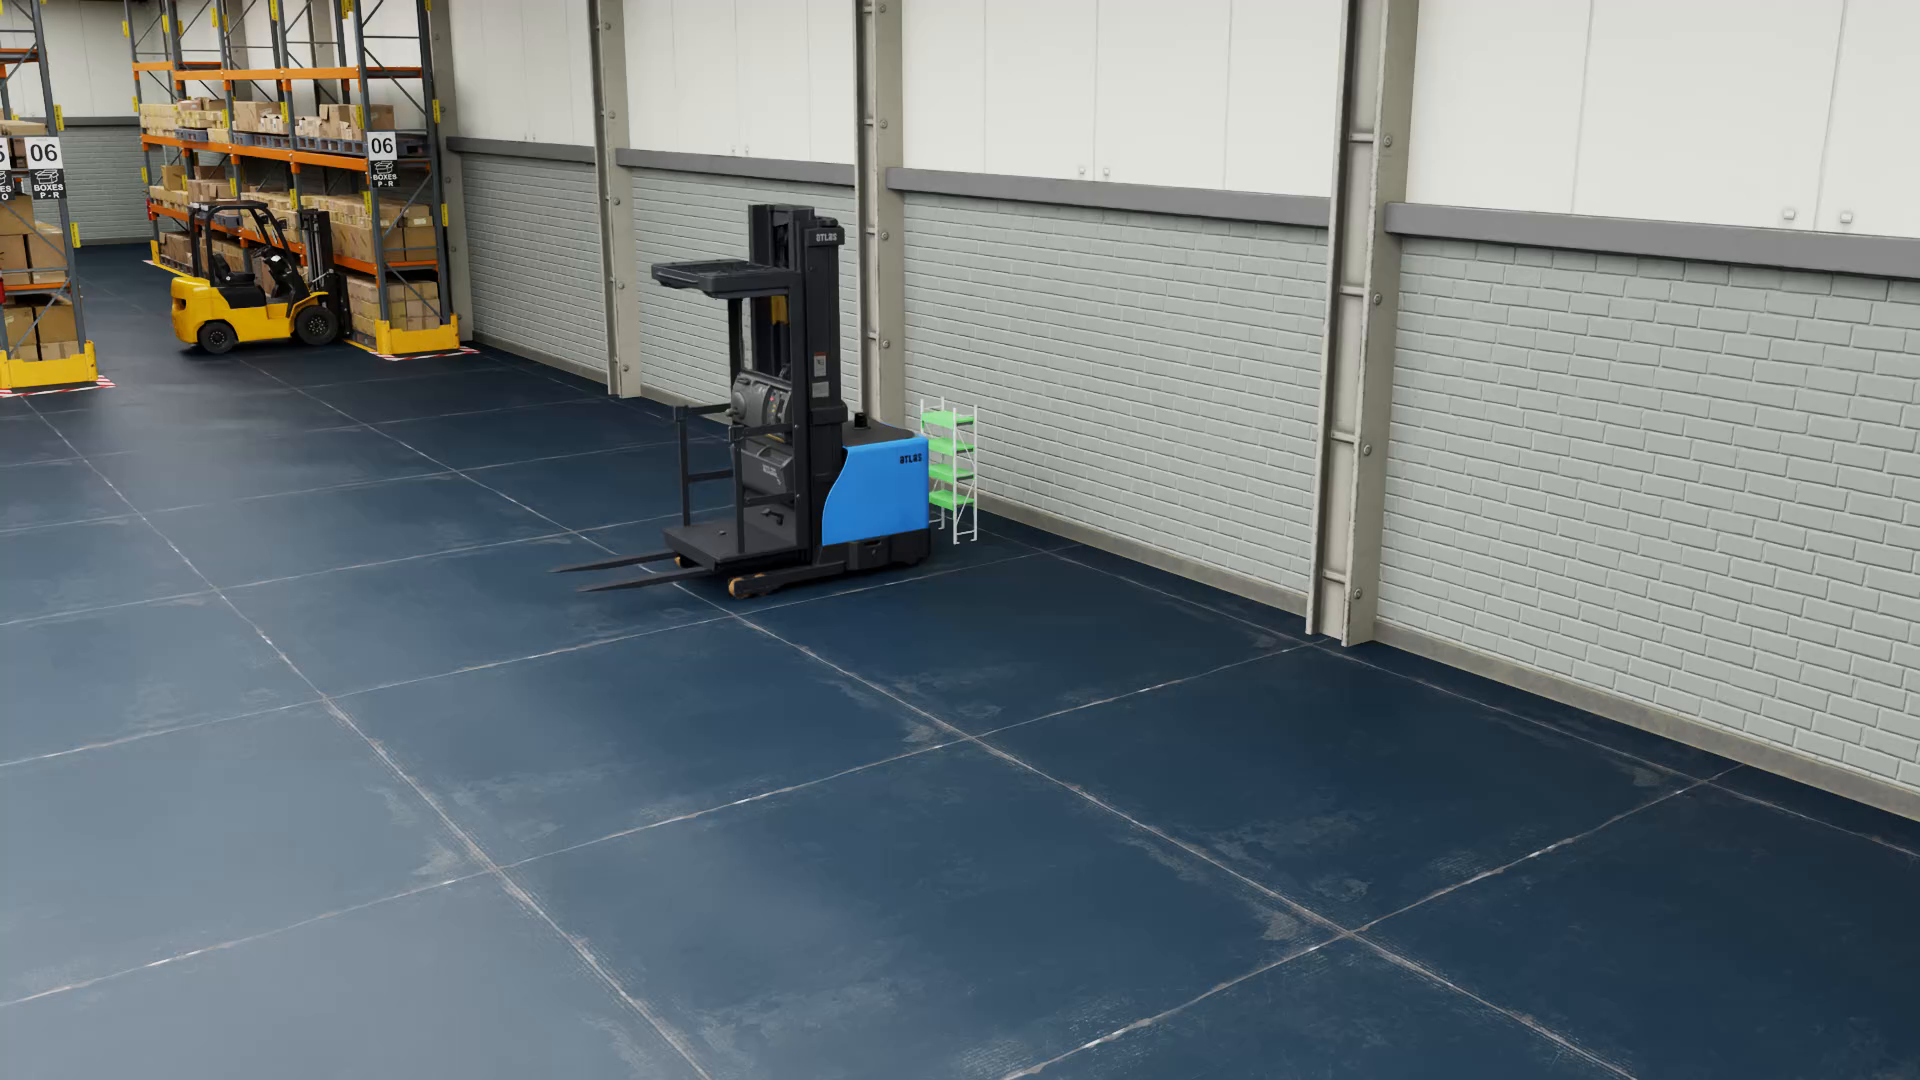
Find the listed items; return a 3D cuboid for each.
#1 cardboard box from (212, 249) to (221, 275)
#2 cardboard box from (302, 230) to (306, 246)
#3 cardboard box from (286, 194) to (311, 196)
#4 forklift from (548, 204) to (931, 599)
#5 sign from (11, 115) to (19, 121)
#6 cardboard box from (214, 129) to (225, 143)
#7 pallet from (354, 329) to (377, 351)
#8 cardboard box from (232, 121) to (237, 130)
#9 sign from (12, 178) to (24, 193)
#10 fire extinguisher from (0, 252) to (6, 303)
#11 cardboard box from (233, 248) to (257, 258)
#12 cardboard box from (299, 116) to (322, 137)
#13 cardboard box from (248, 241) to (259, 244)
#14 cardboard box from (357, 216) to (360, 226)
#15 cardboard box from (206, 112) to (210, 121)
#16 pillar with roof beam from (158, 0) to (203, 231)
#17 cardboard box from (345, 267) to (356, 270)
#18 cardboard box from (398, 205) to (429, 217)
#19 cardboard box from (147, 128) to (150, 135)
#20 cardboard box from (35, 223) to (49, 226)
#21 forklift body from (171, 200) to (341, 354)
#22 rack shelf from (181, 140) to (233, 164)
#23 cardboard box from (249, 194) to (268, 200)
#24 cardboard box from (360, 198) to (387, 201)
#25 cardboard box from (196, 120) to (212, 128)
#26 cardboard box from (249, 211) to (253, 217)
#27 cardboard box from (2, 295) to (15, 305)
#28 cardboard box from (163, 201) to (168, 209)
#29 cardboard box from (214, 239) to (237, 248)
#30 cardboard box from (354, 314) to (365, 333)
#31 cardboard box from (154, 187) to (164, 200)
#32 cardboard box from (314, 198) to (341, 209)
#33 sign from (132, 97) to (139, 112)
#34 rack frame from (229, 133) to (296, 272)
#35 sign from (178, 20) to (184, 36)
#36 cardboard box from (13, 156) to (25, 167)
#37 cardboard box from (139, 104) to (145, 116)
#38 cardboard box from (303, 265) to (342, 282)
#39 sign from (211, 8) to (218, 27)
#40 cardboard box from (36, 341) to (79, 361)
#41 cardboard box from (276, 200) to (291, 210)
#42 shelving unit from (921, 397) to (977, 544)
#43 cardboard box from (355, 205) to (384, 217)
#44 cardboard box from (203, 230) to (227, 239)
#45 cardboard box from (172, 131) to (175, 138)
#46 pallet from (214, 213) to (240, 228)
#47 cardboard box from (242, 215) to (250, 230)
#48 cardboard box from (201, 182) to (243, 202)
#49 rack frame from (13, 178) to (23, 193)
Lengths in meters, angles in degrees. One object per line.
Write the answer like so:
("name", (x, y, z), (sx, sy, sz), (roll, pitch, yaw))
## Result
("cardboard box", (-14.493, -5.510, 32.967), (0.500, 0.500, 0.500), (-12, 19, -36))
("cardboard box", (-10.453, -5.076, 27.250), (0.500, 0.500, 0.500), (-12, 19, -36))
("cardboard box", (-11.861, -6.127, 29.863), (0.380, 0.149, 0.250), (-11, 19, -35))
("forklift", (-1.750, -1.114, 13.093), (3.031, 2.935, 1.130), (-10, 18, -32))
("sign", (-14.081, -6.174, 24.789), (0.100, 0.325, 0.005), (-11, 19, -35))
("cardboard box", (-13.648, -7.571, 31.157), (0.500, 0.250, 0.500), (-11, 19, -34))
("pallet", (-8.634, -3.121, 25.578), (1.003, 0.211, 1.213), (-11, 19, -35))
("cardboard box", (-12.895, -7.480, 30.000), (0.380, 0.166, 0.250), (-11, 19, -35))
("sign", (-22.842, -8.525, 40.220), (0.329, 0.494, 0.001), (-11, 19, -35))
("fire extinguisher", (-12.469, -3.404, 21.479), (0.296, 0.674, 0.183), (-11, 19, -35))
("cardboard box", (-13.535, -5.446, 31.504), (0.380, 0.149, 0.250), (-12, 19, -37))
("cardboard box", (-10.210, -6.602, 26.518), (0.500, 0.311, 0.500), (-10, 18, -33))
("cardboard box", (-13.837, -5.819, 32.864), (0.380, 0.149, 0.250), (-12, 19, -37))
("cardboard box", (-8.858, -4.815, 25.069), (0.380, 0.149, 0.250), (-10, 18, -34))
("cardboard box", (-14.059, -8.032, 31.523), (0.380, 0.149, 0.250), (-11, 19, -34))
("pillar with roof beam", (-21.896, -10.666, 36.501), (9.100, 9.000, 0.400), (-11, 19, -35))
("cardboard box", (-9.746, -4.341, 27.272), (0.500, 0.250, 0.500), (-11, 19, -35))
("cardboard box", (-8.175, -4.918, 24.882), (0.380, 0.149, 0.250), (-11, 19, -36))
("cardboard box", (-17.559, -8.947, 36.377), (0.380, 0.149, 0.250), (-10, 18, -33))
("cardboard box", (-13.131, -4.199, 23.485), (0.500, 0.500, 0.500), (-11, 19, -36))
("forklift body", (-10.741, -4.021, 25.194), (2.313, 2.155, 1.214), (-11, 19, -35))
("rack shelf", (-14.030, -7.544, 32.138), (1.077, 0.370, 4.000), (-11, 19, -35))
("cardboard box", (-12.575, -6.157, 29.970), (0.380, 0.149, 0.250), (-10, 18, -33))
("cardboard box", (-9.343, -5.368, 26.524), (0.380, 0.149, 0.250), (-11, 19, -35))
("cardboard box", (-14.428, -7.998, 31.924), (0.380, 0.149, 0.250), (-10, 18, -33))
("cardboard box", (-12.497, -5.946, 29.956), (0.500, 0.250, 0.500), (-10, 18, -33))
("cardboard box", (-13.115, -3.287, 22.667), (0.380, 0.149, 0.250), (-10, 18, -33))
("cardboard box", (-16.869, -7.209, 35.708), (0.380, 0.149, 0.250), (-12, 19, -36))
("cardboard box", (-14.653, -5.906, 33.185), (0.380, 0.149, 0.250), (-11, 19, -35))
("cardboard box", (-8.967, -3.344, 25.525), (0.500, 0.250, 0.500), (-11, 19, -35))
("cardboard box", (-17.212, -7.550, 36.200), (0.500, 0.250, 0.500), (-11, 19, -34))
("cardboard box", (-10.102, -5.388, 26.597), (0.380, 0.149, 0.250), (-10, 18, -33))
("sign", (-17.997, -9.509, 36.301), (0.100, 0.325, 0.005), (-11, 19, -35))
("rack frame", (-12.854, -6.017, 30.878), (1.000, 3.000, 0.127), (-11, 19, -35))
("sign", (-17.097, -11.228, 36.483), (0.100, 0.325, 0.005), (-11, 19, -35))
("cardboard box", (-12.322, -5.027, 22.053), (0.380, 0.149, 0.250), (-12, 19, -36))
("cardboard box", (-17.500, -9.351, 36.150), (0.500, 0.250, 0.500), (-11, 19, -35))
("cardboard box", (-10.472, -4.370, 27.378), (0.500, 0.250, 0.500), (-11, 19, -35))
("sign", (-13.287, -9.313, 29.637), (0.100, 0.325, 0.005), (-11, 19, -35))
("cardboard box", (-12.414, -2.629, 22.913), (0.500, 0.250, 0.500), (-11, 19, -35))
("cardboard box", (-11.412, -5.711, 28.341), (0.380, 0.149, 0.250), (-12, 19, -36))
("shelving unit", (-0.097, -0.614, 14.547), (0.258, 1.200, 0.503), (-11, 19, -35))
("cardboard box", (-8.877, -4.957, 25.022), (0.380, 0.149, 0.250), (-10, 18, -33))
("cardboard box", (-15.019, -6.159, 33.543), (0.380, 0.149, 0.250), (-12, 19, -37))
("cardboard box", (-15.949, -8.339, 34.157), (0.380, 0.149, 0.250), (-10, 18, -33))
("pallet", (-13.309, -6.058, 31.393), (1.213, 0.211, 1.003), (-11, 19, -35))
("cardboard box", (-12.791, -5.812, 30.413), (0.500, 0.250, 0.500), (-11, 19, -34))
("cardboard box", (-14.337, -6.706, 32.410), (0.700, 0.500, 0.500), (-11, 19, -35))
("rack frame", (-14.515, -4.392, 24.940), (1.000, 3.000, 0.127), (-11, 19, -35))
